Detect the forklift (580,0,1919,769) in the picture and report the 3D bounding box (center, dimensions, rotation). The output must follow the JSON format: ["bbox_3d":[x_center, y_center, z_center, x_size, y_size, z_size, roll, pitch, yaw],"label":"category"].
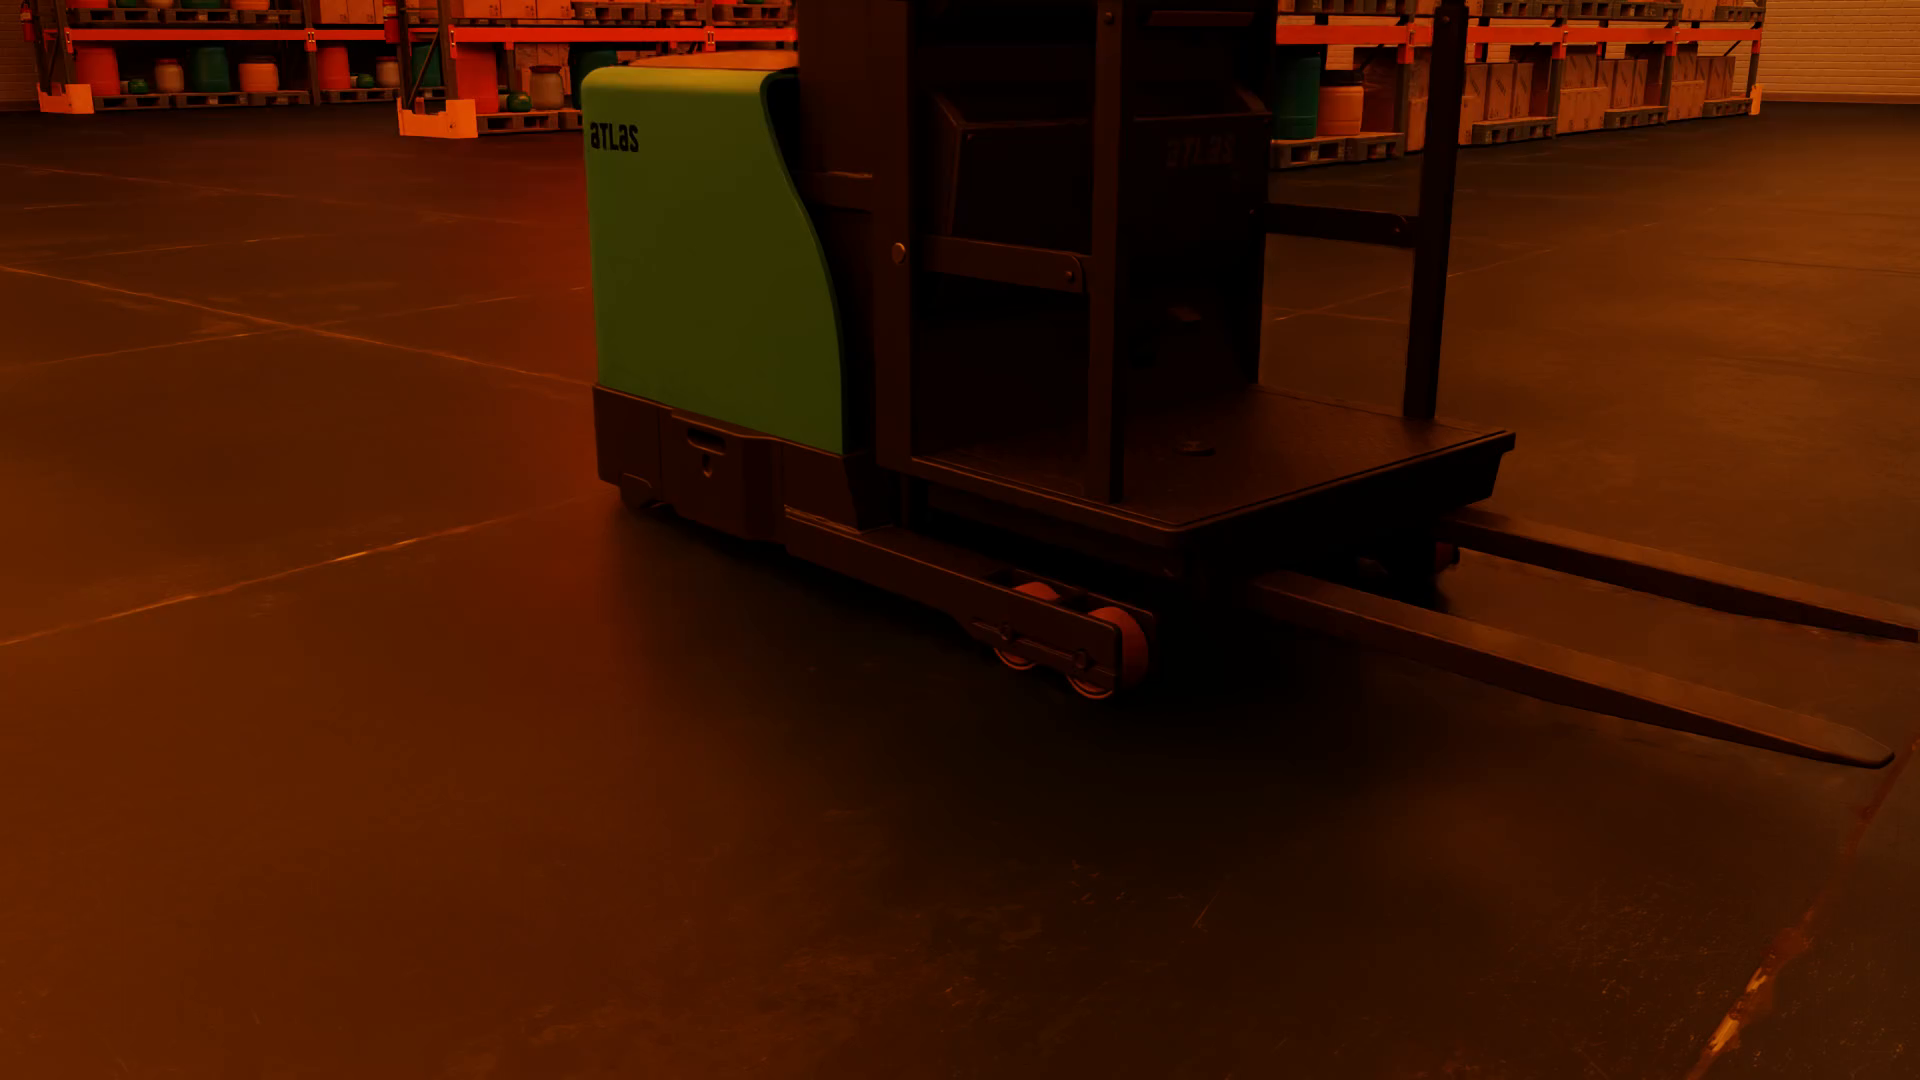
[{"bbox_3d":[0.440,-1.282,3.118,1.130,2.935,3.031,-15,22,-40],"label":"forklift"}]
